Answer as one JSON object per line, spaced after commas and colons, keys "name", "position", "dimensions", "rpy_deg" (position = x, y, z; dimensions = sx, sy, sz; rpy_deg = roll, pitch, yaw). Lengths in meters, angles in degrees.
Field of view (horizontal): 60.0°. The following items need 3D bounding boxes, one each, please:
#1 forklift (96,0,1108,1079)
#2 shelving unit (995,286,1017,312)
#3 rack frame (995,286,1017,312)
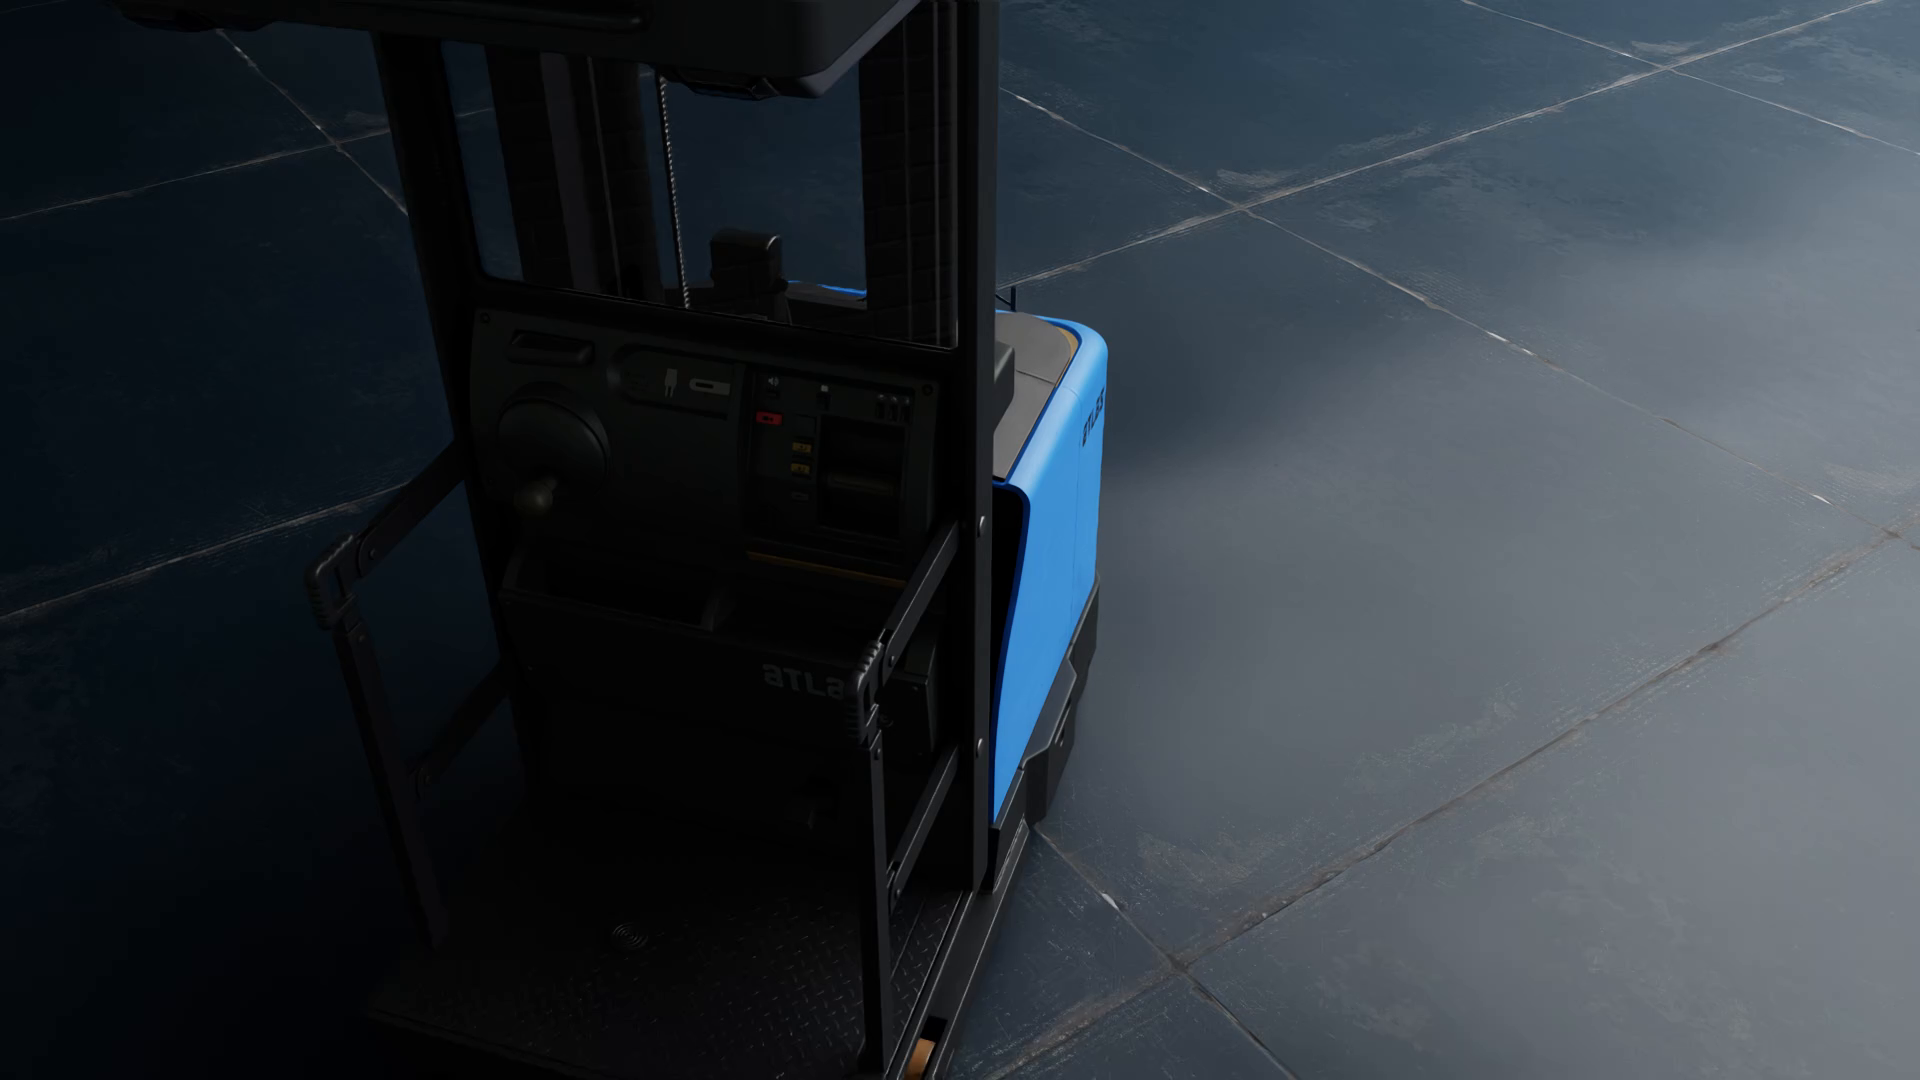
{"name": "forklift", "position": [-0.547, -0.124, 2.912], "dimensions": [1.130, 2.935, 3.031], "rpy_deg": [10, 37, 14]}
{"name": "shelving unit", "position": [0.007, -0.368, 4.991], "dimensions": [0.210, 0.900, 0.258], "rpy_deg": [-22, 41, -28]}
{"name": "rack frame", "position": [0.090, -0.402, 5.039], "dimensions": [0.006, 0.900, 0.240], "rpy_deg": [-22, 41, -28]}
